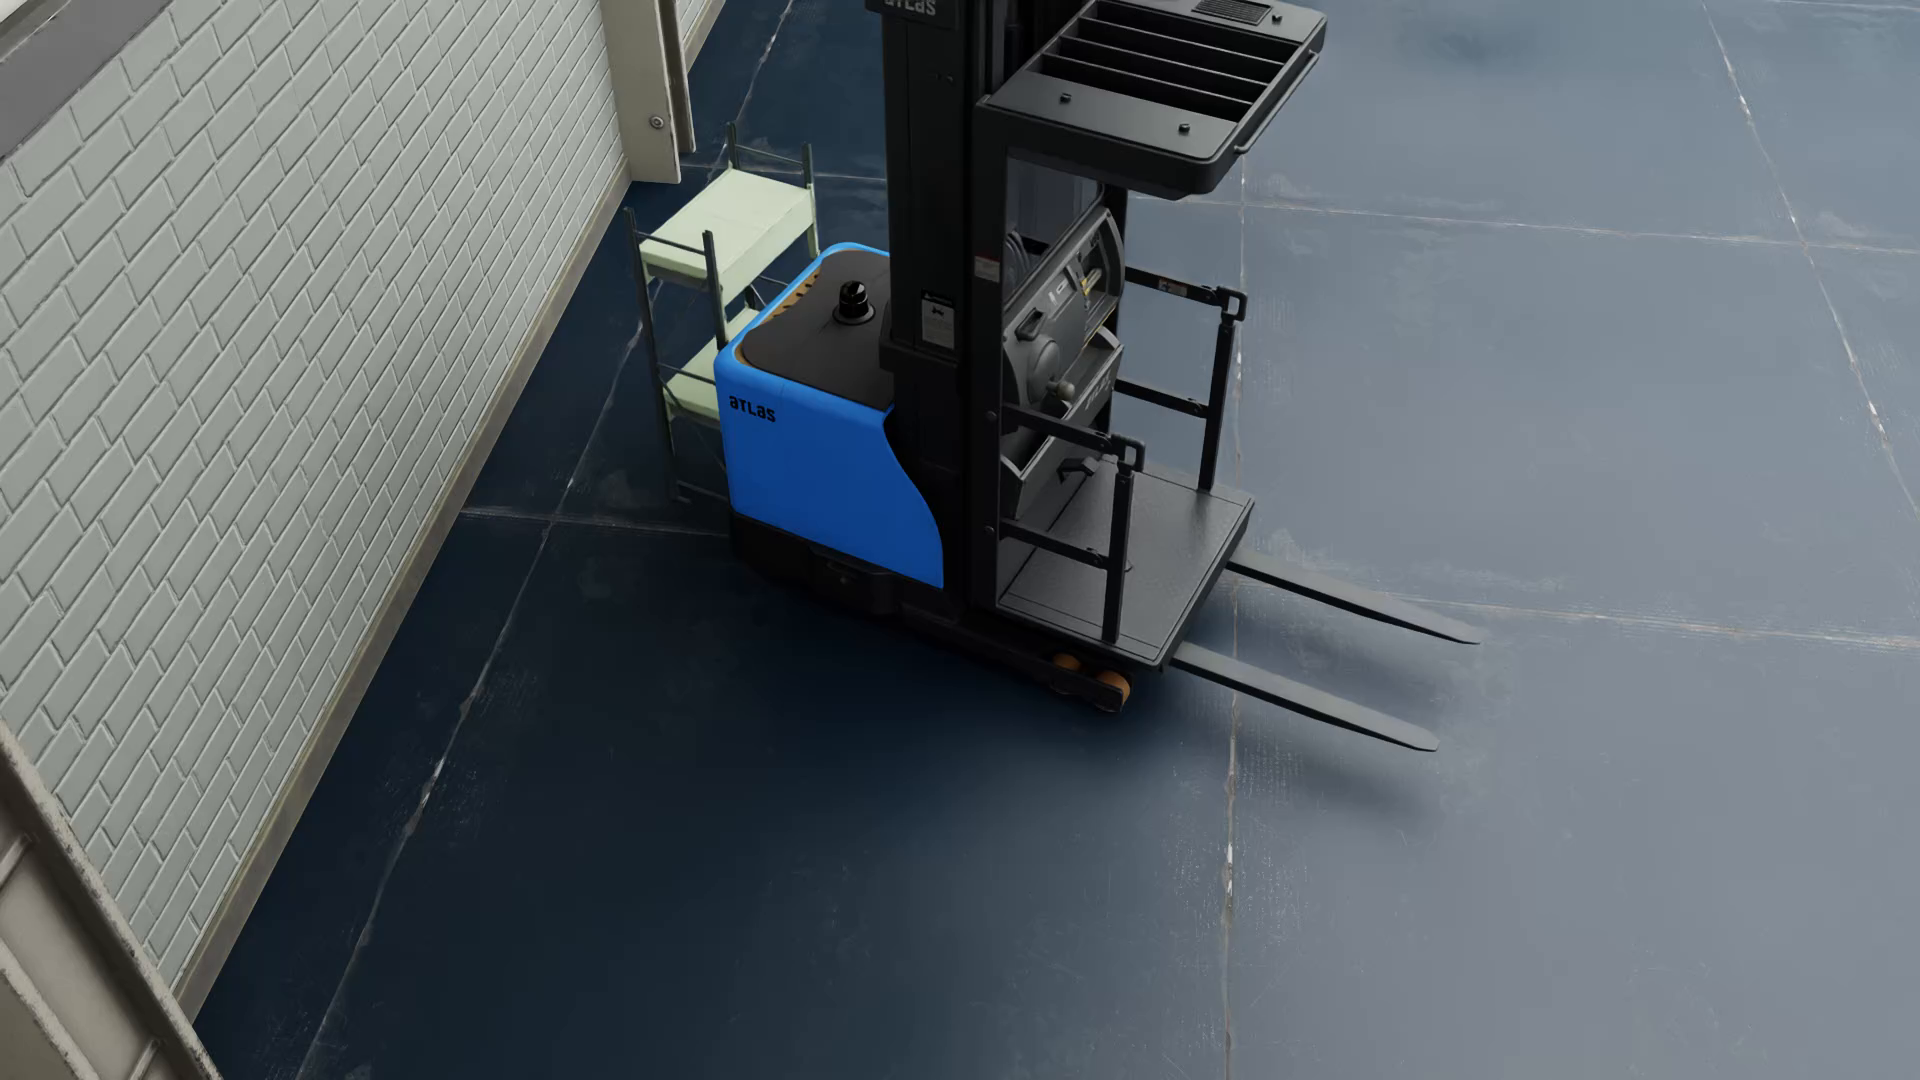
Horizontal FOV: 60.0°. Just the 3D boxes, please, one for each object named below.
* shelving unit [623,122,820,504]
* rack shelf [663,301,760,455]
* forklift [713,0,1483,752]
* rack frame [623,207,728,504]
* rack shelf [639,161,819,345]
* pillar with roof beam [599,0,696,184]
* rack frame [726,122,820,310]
[{"bbox_3d":[-0.953,-0.905,7.135,0.431,1.500,0.755,19,47,20],"label":"shelving unit"},{"bbox_3d":[-0.950,-0.668,7.358,0.431,0.370,0.720,19,47,20],"label":"rack shelf"},{"bbox_3d":[0.567,-0.809,5.995,3.031,2.935,1.130,20,47,20],"label":"forklift"},{"bbox_3d":[-1.119,-0.681,6.898,0.400,1.500,0.023,19,47,20],"label":"rack frame"},{"bbox_3d":[-0.955,-1.189,6.867,0.431,0.370,0.720,19,47,20],"label":"rack shelf"},{"bbox_3d":[2.552,-5.039,6.049,9.100,9.000,0.400,5,44,6],"label":"pillar with roof beam"},{"bbox_3d":[-0.786,-1.129,7.371,0.400,1.500,0.023,19,47,20],"label":"rack frame"}]
